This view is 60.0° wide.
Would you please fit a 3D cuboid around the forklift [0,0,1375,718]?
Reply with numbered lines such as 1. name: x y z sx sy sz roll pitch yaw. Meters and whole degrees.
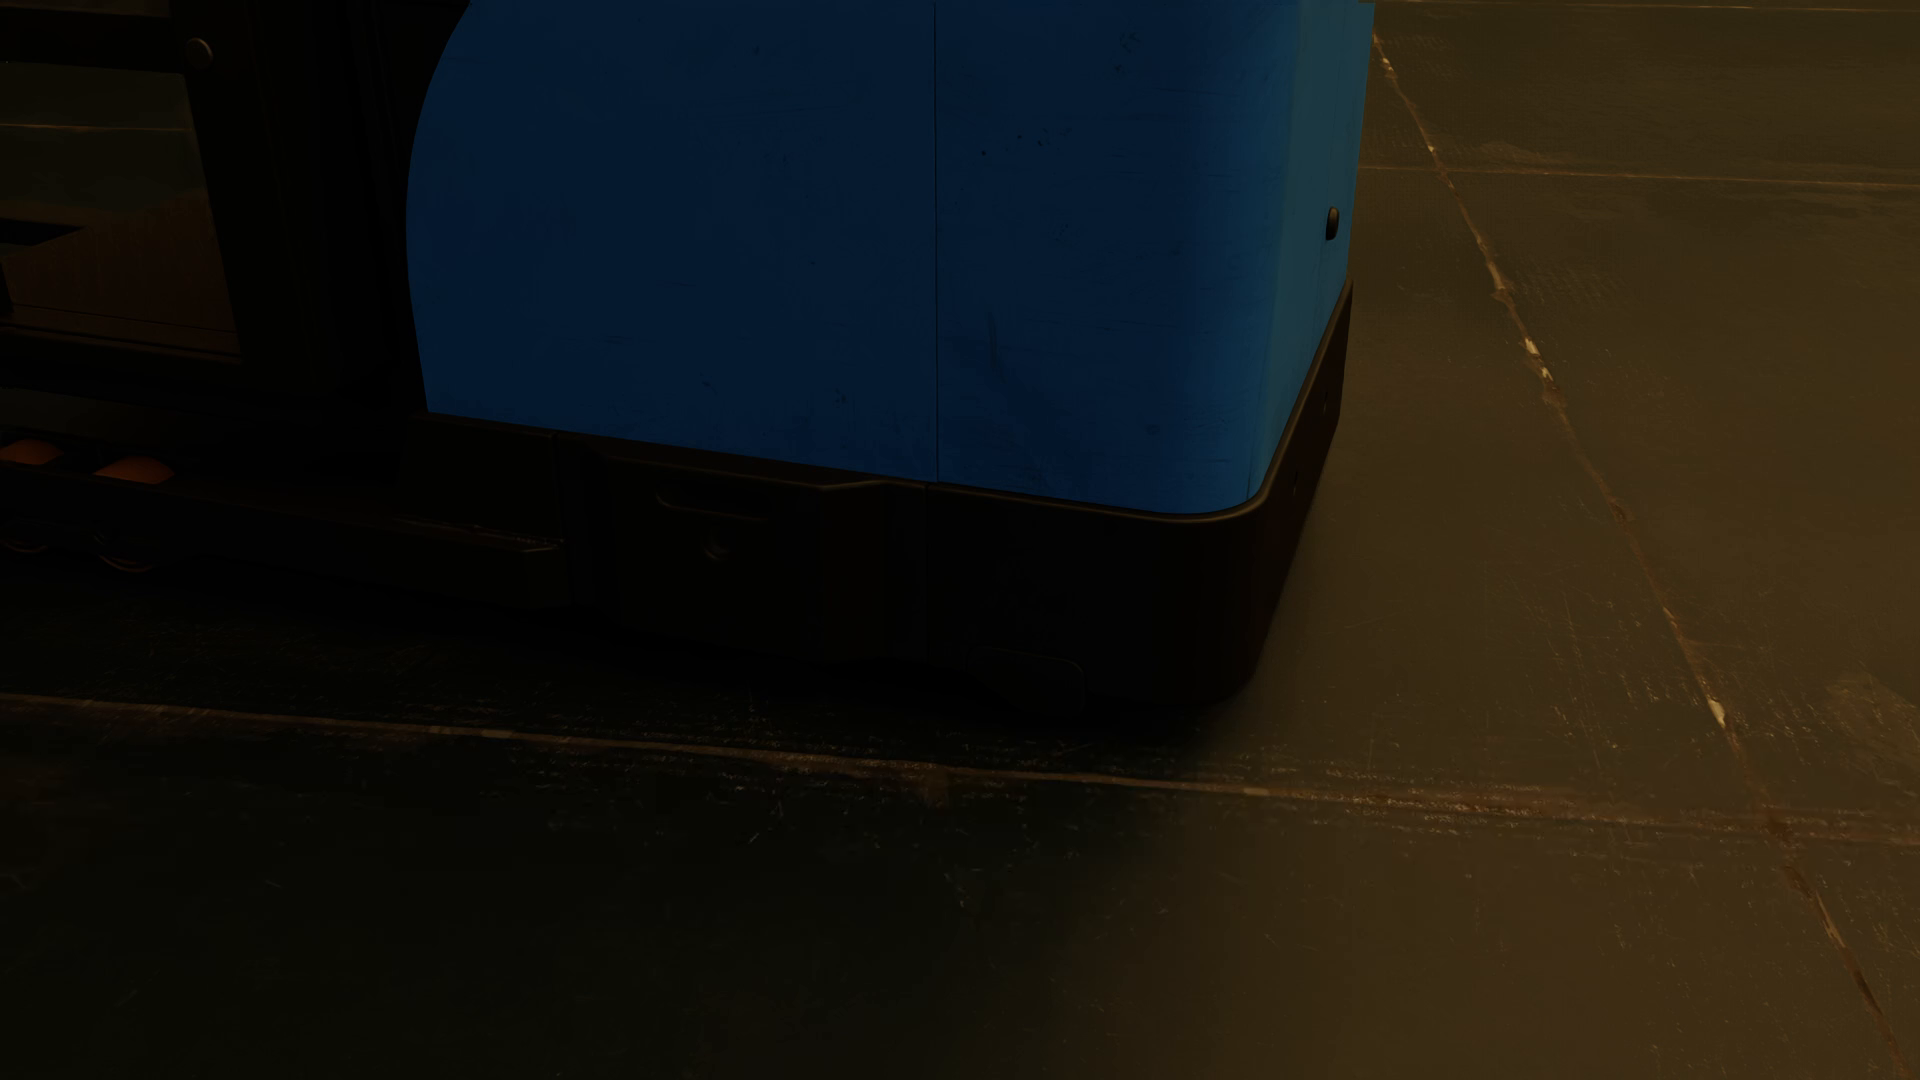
1. forklift: -0.950 -1.477 2.177 3.031 2.935 1.130 8 28 16
